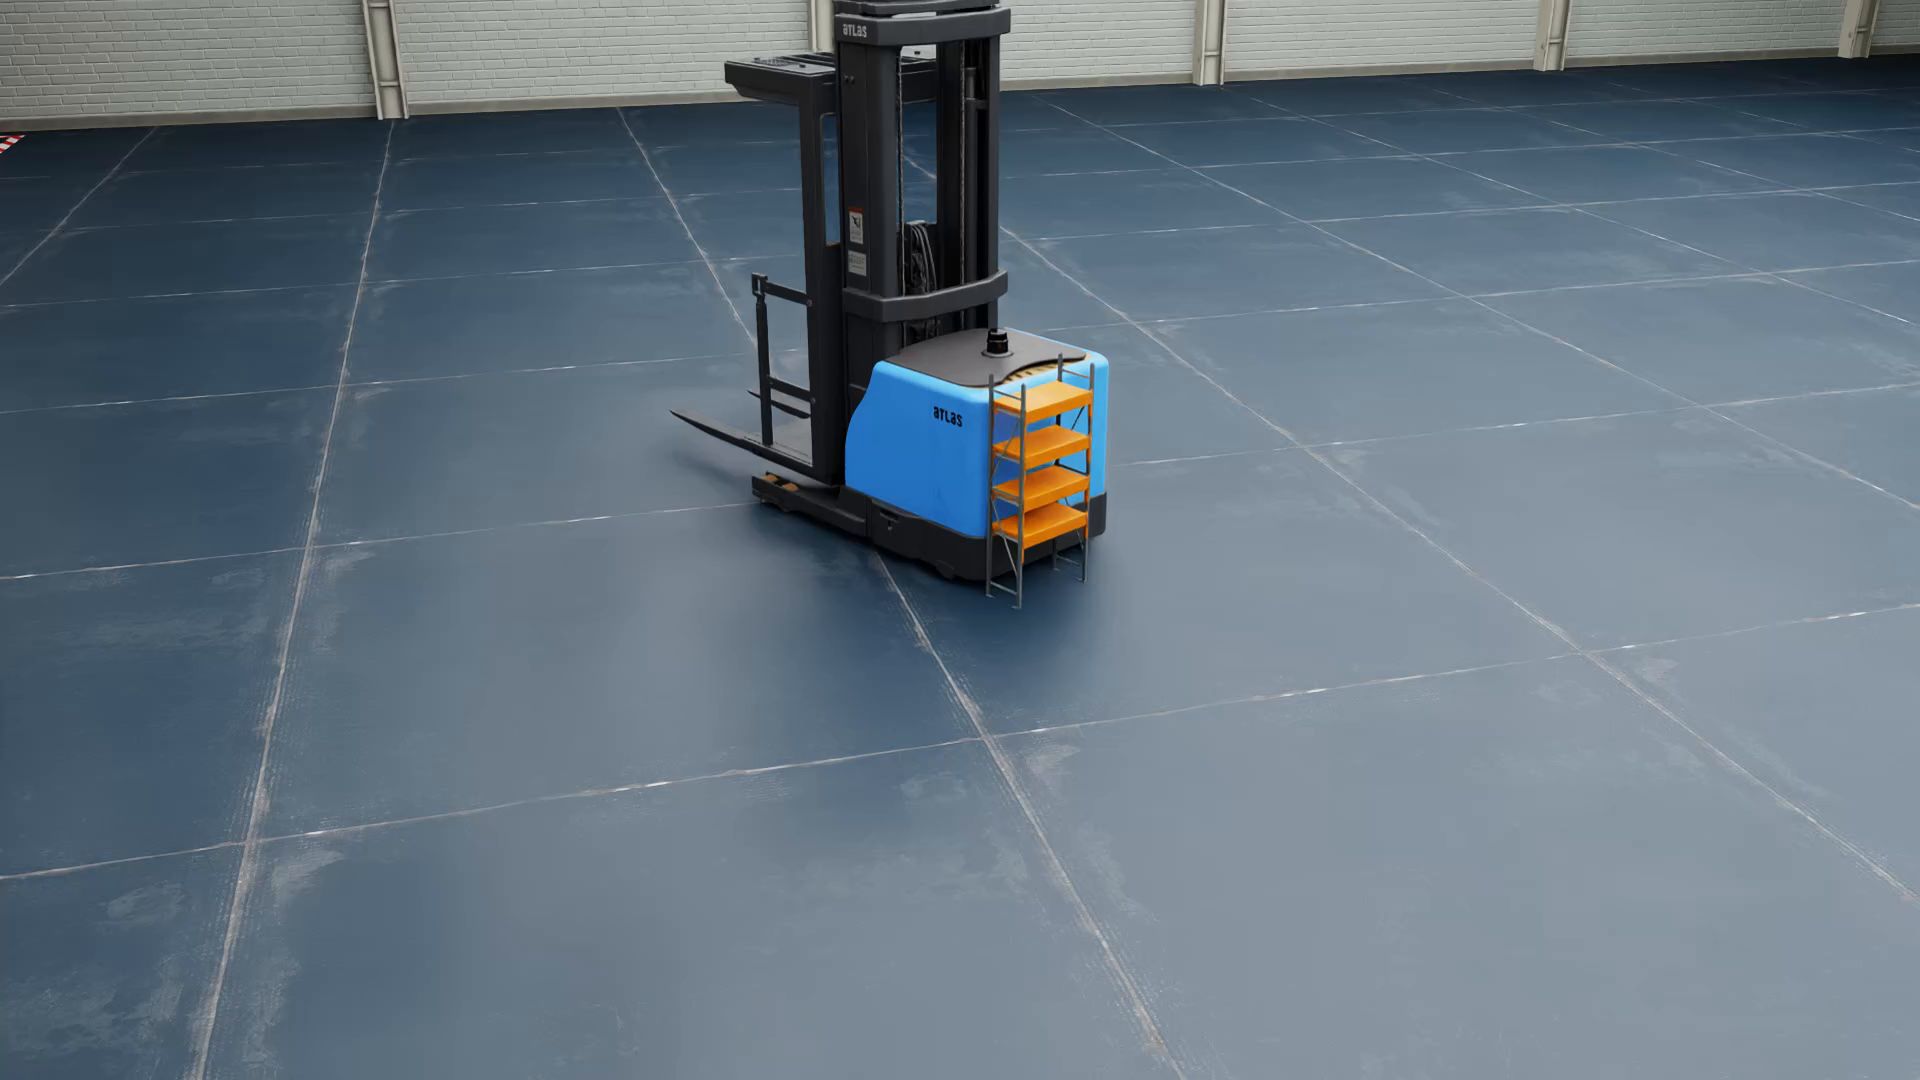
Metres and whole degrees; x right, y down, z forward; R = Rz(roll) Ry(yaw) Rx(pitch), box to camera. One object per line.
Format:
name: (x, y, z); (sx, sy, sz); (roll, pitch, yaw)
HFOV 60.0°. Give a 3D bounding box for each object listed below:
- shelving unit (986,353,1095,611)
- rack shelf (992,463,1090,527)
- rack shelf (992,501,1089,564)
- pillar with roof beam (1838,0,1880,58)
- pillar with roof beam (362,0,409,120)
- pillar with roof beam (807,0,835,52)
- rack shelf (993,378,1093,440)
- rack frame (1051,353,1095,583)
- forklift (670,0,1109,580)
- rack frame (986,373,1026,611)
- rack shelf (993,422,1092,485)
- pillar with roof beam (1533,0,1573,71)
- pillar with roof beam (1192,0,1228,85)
shelving unit: (0.403, -0.294, 8.411); (0.503, 1.200, 0.258); (-21, 31, -39)
rack shelf: (0.403, -0.233, 8.438); (0.480, 0.148, 0.258); (-21, 31, -39)
rack shelf: (0.401, -0.051, 8.518); (0.480, 0.148, 0.258); (-21, 31, -39)
pillar with roof beam: (16.541, -10.829, 23.075); (0.400, 9.000, 9.100); (-6, 24, -14)
pillar with roof beam: (-6.567, -8.273, 17.118); (0.400, 9.000, 9.100); (-6, 24, -14)
pillar with roof beam: (-0.790, -8.912, 18.607); (0.400, 9.000, 9.100); (-6, 24, -14)
rack shelf: (0.405, -0.654, 8.254); (0.480, 0.148, 0.258); (-21, 31, -39)
rack frame: (0.580, -0.361, 8.566); (0.015, 1.200, 0.240); (-21, 31, -39)
forklift: (-0.572, -1.629, 9.330); (1.130, 2.935, 3.031); (-21, 31, -39)
rack frame: (0.226, -0.228, 8.257); (0.015, 1.200, 0.240); (-21, 31, -39)
rack shelf: (0.404, -0.438, 8.349); (0.480, 0.148, 0.258); (-21, 31, -39)
pillar with roof beam: (10.764, -10.190, 21.586); (0.400, 9.000, 9.100); (-6, 24, -14)
pillar with roof beam: (4.987, -9.551, 20.097); (0.400, 9.000, 9.100); (-6, 24, -14)
